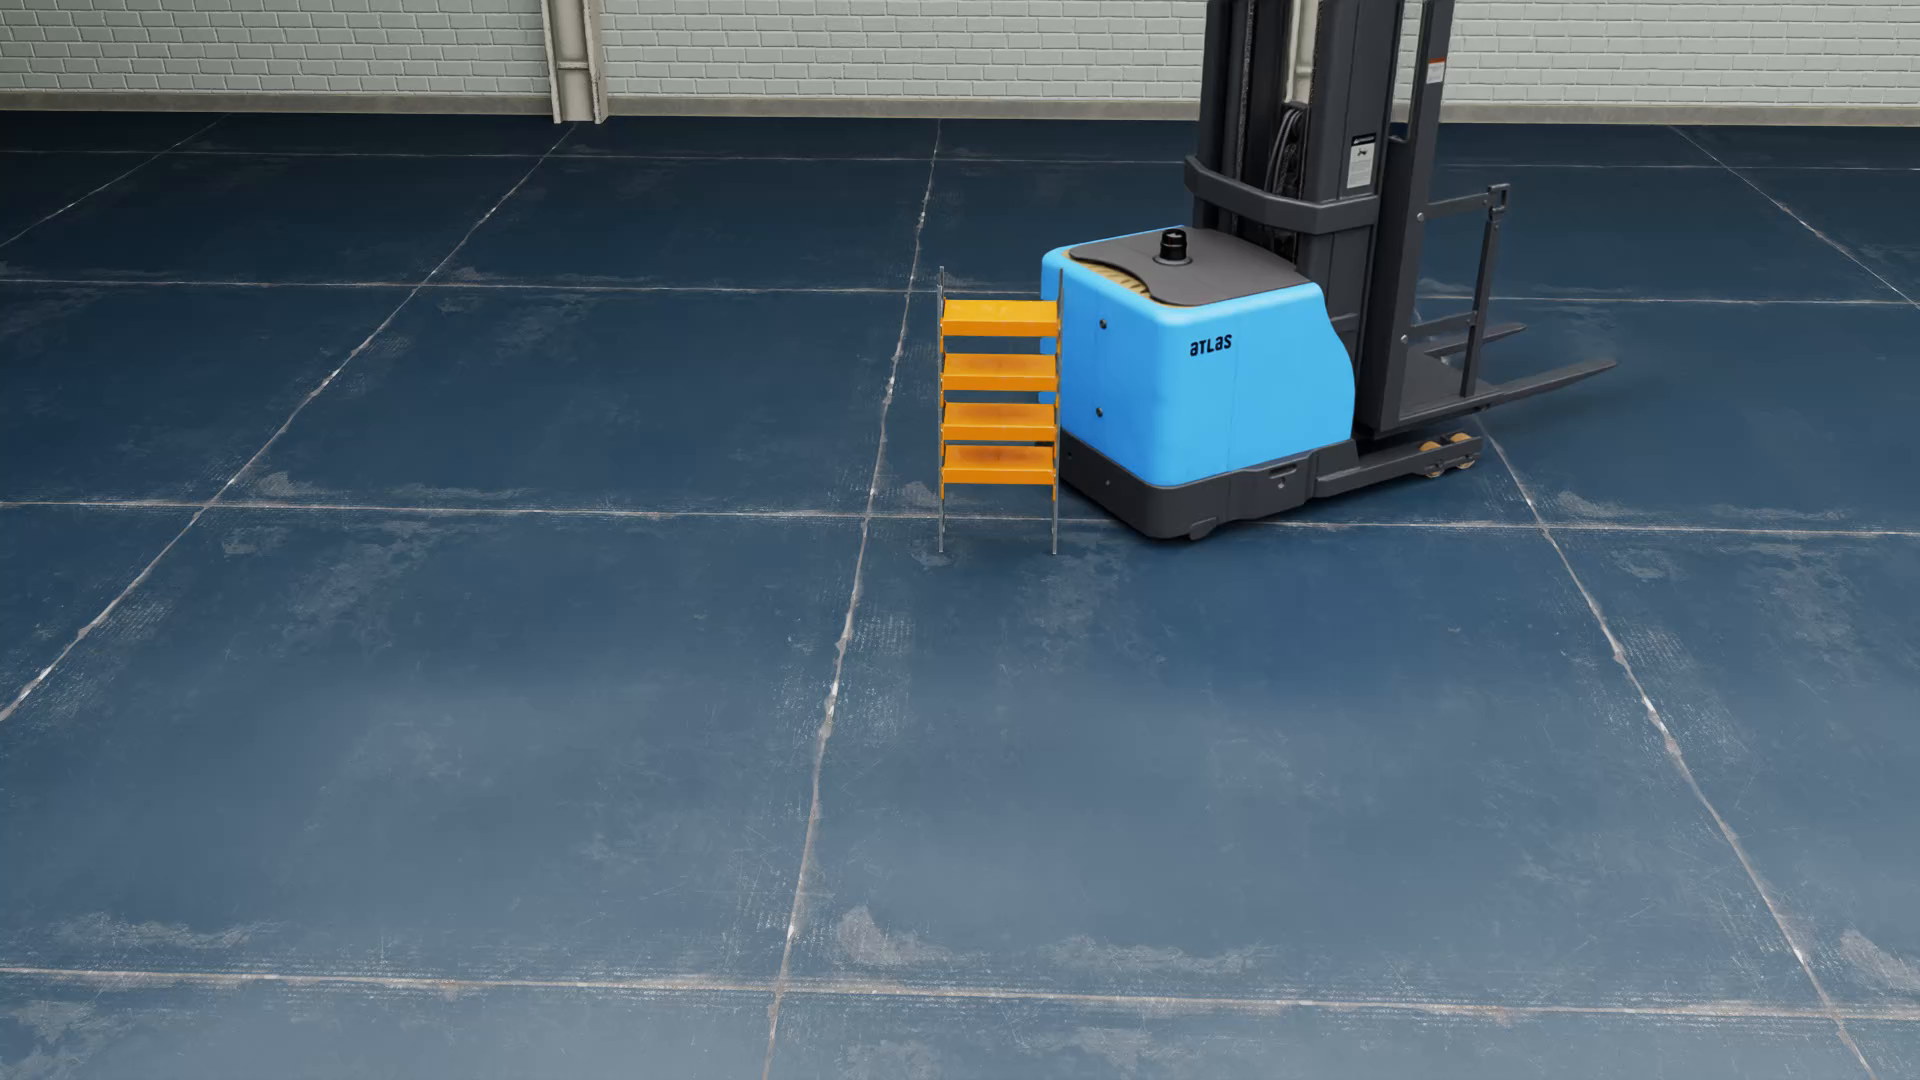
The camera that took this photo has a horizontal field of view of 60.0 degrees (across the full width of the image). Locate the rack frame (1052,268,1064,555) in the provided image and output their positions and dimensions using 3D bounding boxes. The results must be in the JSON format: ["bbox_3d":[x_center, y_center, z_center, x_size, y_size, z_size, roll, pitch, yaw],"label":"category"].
[{"bbox_3d":[0.409,-0.523,6.956,0.015,1.200,0.240,1,28,2],"label":"rack frame"}]

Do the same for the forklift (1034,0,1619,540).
[{"bbox_3d":[1.884,-1.785,7.488,3.031,2.935,1.130,-15,31,-26],"label":"forklift"}]

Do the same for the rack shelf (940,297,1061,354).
[{"bbox_3d":[0.165,-0.875,6.780,0.480,0.148,0.258,1,28,2],"label":"rack shelf"}]

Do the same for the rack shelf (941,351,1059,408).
[{"bbox_3d":[0.165,-0.666,6.891,0.480,0.148,0.258,1,28,2],"label":"rack shelf"}]

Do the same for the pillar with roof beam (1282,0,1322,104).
[{"bbox_3d":[2.686,-5.380,7.791,0.400,9.000,9.100,1,28,2],"label":"pillar with roof beam"}]

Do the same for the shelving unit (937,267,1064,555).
[{"bbox_3d":[0.165,-0.527,6.964,0.503,1.200,0.258,1,28,2],"label":"shelving unit"}]

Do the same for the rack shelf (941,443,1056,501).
[{"bbox_3d":[0.165,-0.293,7.088,0.480,0.148,0.258,1,28,2],"label":"rack shelf"}]

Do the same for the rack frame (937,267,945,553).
[{"bbox_3d":[-0.078,-0.531,6.971,0.015,1.200,0.240,1,28,2],"label":"rack frame"}]

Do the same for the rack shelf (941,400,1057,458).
[{"bbox_3d":[0.165,-0.468,6.995,0.480,0.148,0.258,1,28,2],"label":"rack shelf"}]

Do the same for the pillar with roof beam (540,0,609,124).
[{"bbox_3d":[-3.311,-5.479,7.978,0.400,9.000,9.100,1,28,2],"label":"pillar with roof beam"}]
